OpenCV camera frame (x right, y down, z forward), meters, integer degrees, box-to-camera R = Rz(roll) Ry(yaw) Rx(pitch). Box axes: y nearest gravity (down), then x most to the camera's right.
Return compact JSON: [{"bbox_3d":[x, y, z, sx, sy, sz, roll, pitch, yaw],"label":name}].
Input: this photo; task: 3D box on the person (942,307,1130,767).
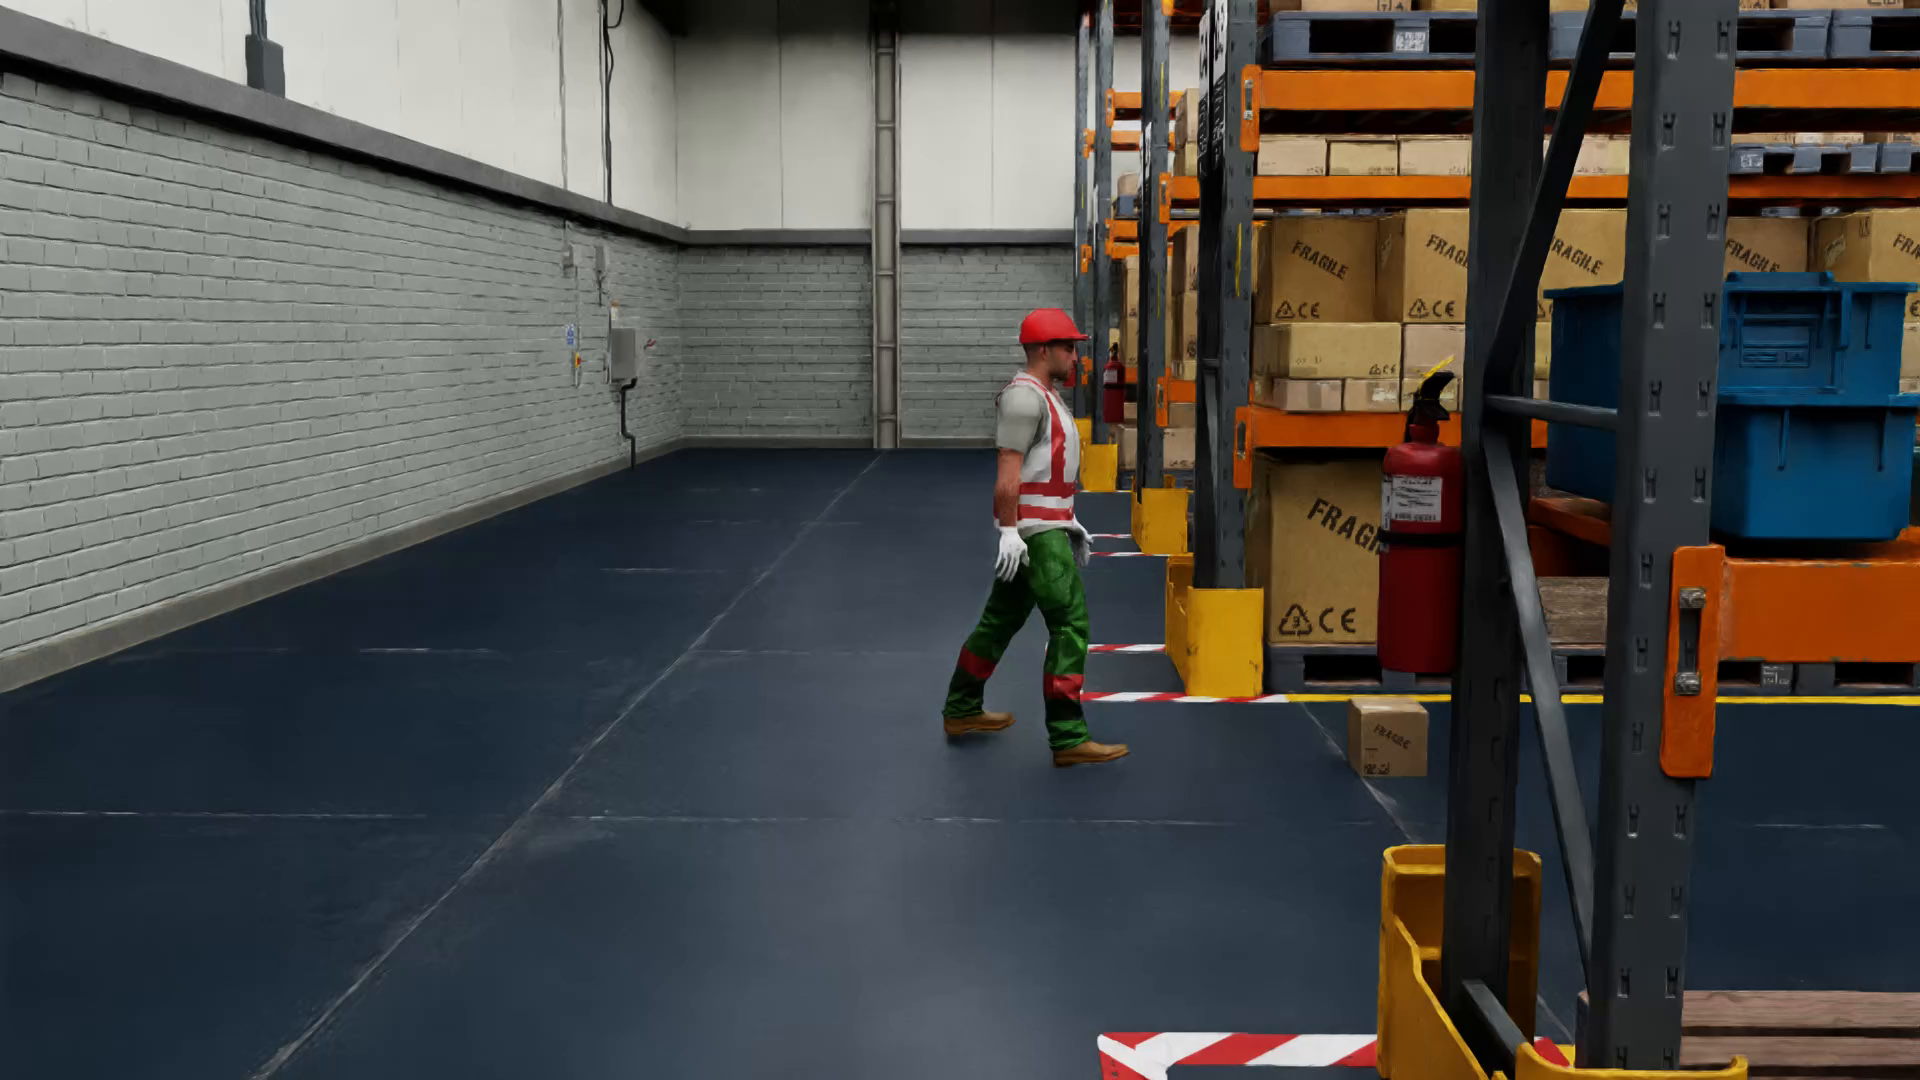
[{"bbox_3d":[0.295,-0.031,6.541,0.805,1.754,0.610,1,7,10],"label":"person"}]
